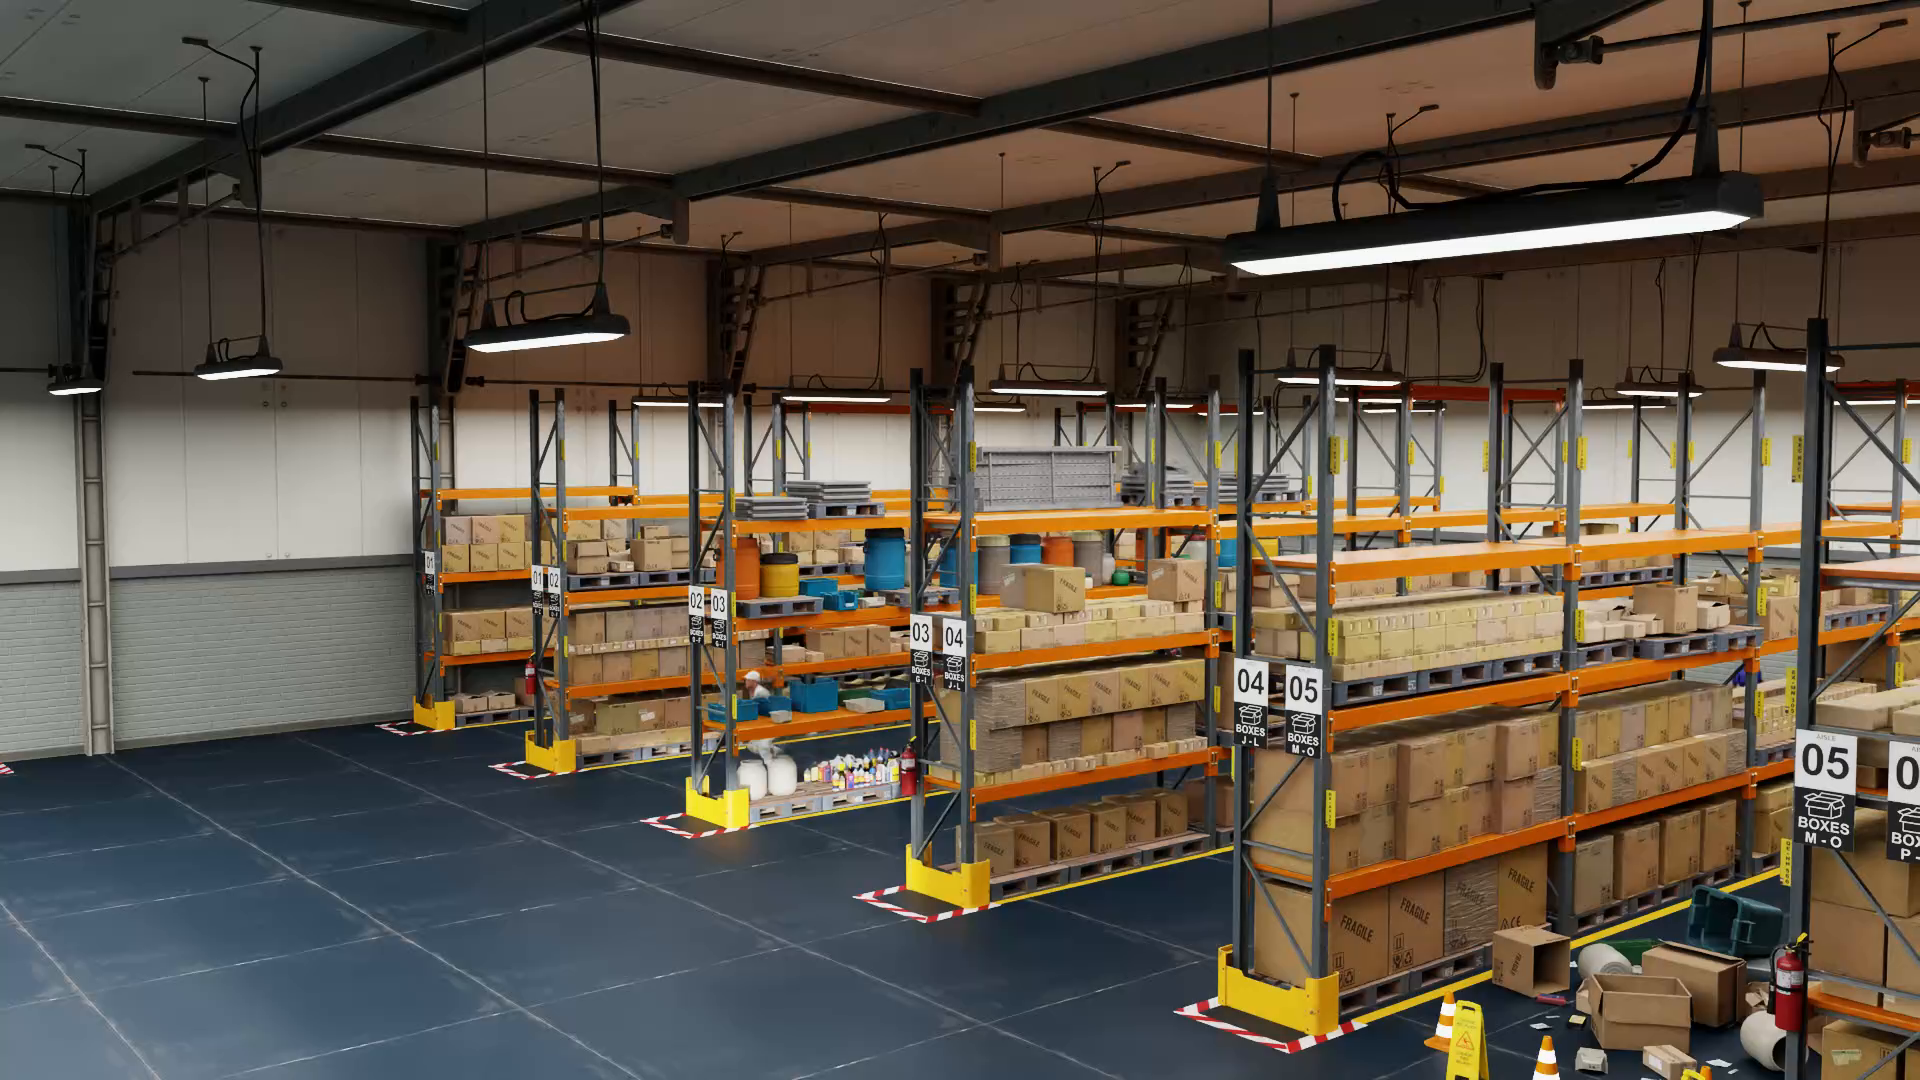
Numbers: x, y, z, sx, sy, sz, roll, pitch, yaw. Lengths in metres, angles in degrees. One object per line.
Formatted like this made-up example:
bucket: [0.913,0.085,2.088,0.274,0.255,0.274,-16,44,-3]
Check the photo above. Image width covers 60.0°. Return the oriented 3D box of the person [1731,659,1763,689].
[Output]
person: [13.404,2.692,28.275,0.641,1.597,0.731,1,3,10]

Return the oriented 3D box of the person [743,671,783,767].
person: [-3.021,2.828,25.330,0.738,1.706,0.650,-2,4,-34]
